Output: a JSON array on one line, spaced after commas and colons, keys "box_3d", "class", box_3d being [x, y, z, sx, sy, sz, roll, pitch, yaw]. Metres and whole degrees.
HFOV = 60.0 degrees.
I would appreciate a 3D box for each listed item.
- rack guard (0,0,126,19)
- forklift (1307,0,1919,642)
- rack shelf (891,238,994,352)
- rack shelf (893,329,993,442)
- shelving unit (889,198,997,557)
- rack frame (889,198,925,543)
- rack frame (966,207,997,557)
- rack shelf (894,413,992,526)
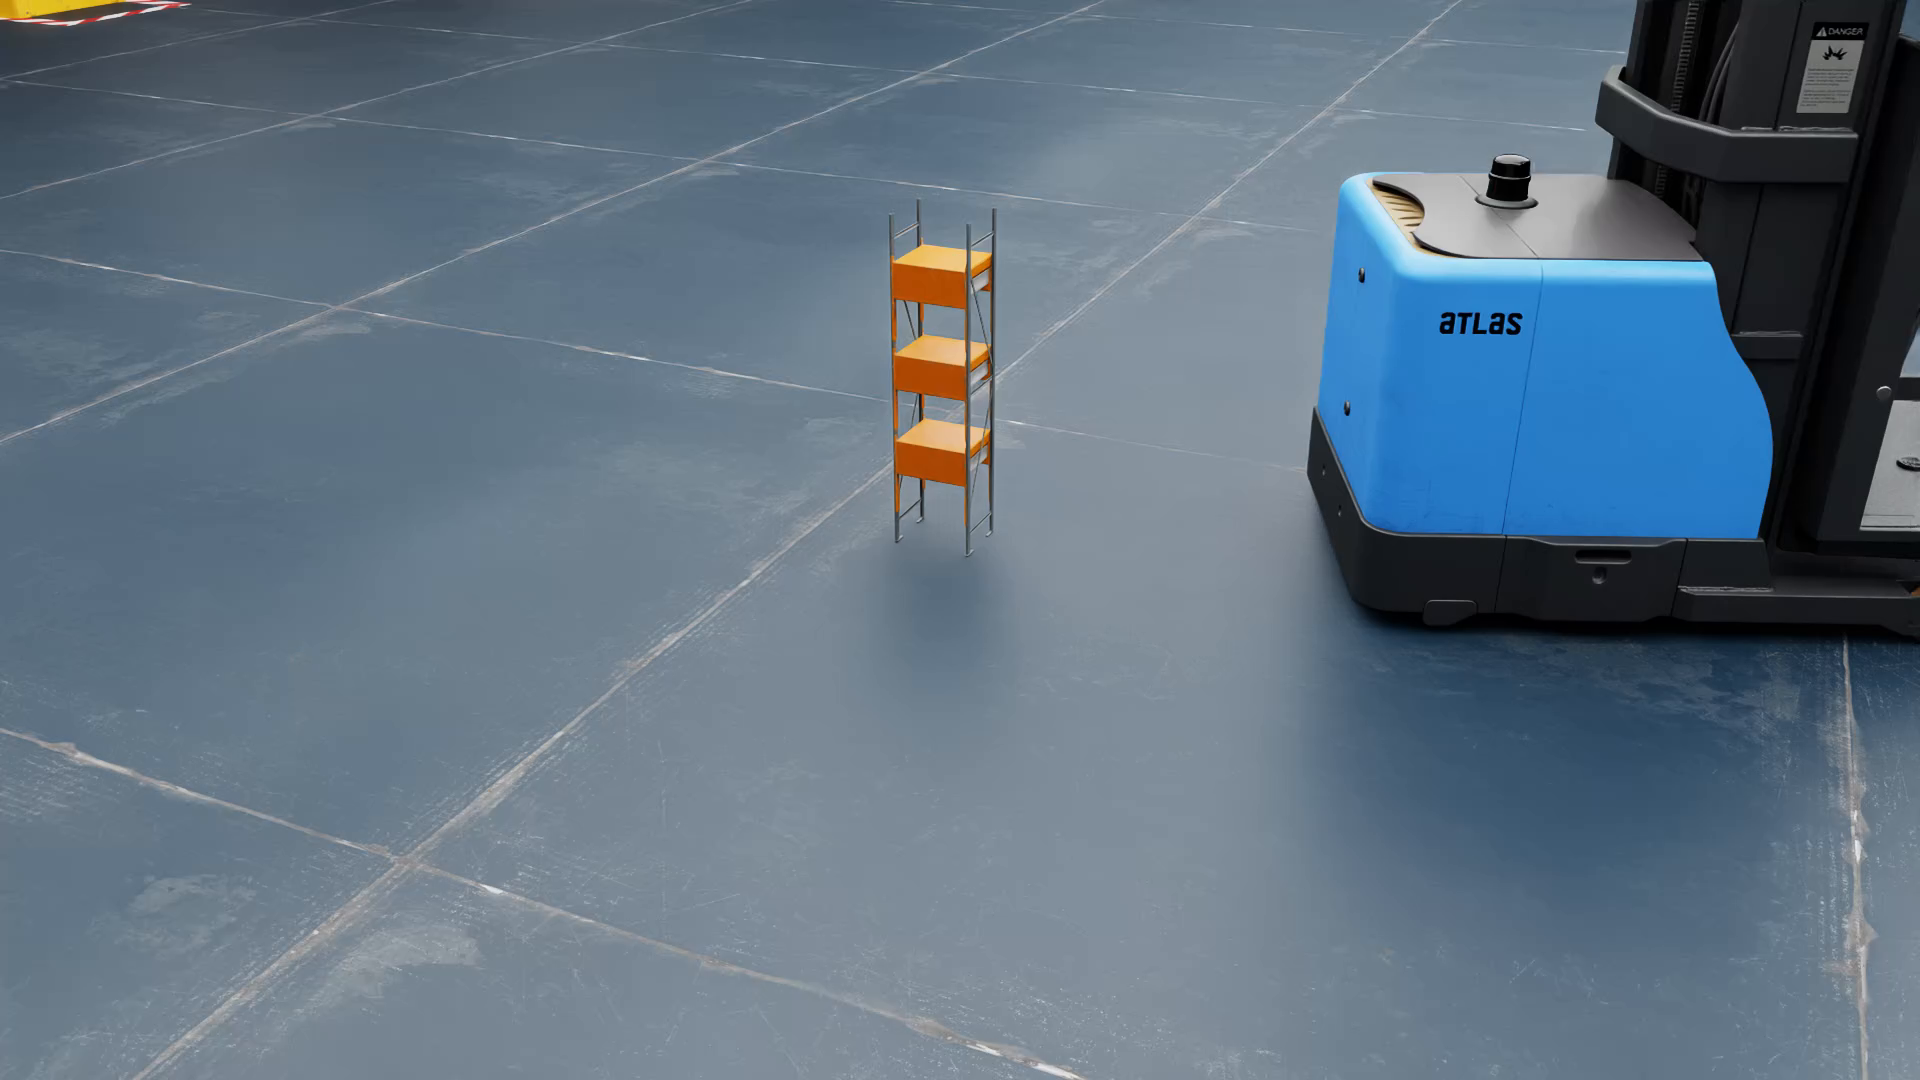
[{"box_3d": [-8.083, -5.011, 14.861, 0.348, 0.500, 1.175, 11, 28, 22], "class": "rack guard"}, {"box_3d": [2.652, -1.257, 4.485, 3.031, 2.935, 1.130, 1, 26, 2], "class": "forklift"}, {"box_3d": [-0.049, -0.726, 4.917, 0.240, 0.259, 0.215, 11, 28, 22], "class": "rack shelf"}, {"box_3d": [-0.049, -0.471, 5.043, 0.240, 0.259, 0.215, 11, 28, 22], "class": "rack shelf"}, {"box_3d": [-0.049, -0.481, 5.038, 0.252, 1.050, 0.215, 11, 28, 22], "class": "shelving unit"}, {"box_3d": [-0.160, -0.503, 5.083, 0.008, 1.050, 0.200, 11, 28, 22], "class": "rack frame"}, {"box_3d": [0.062, -0.458, 4.993, 0.008, 1.050, 0.200, 11, 28, 22], "class": "rack frame"}, {"box_3d": [-0.049, -0.222, 5.165, 0.240, 0.259, 0.215, 11, 28, 22], "class": "rack shelf"}]
